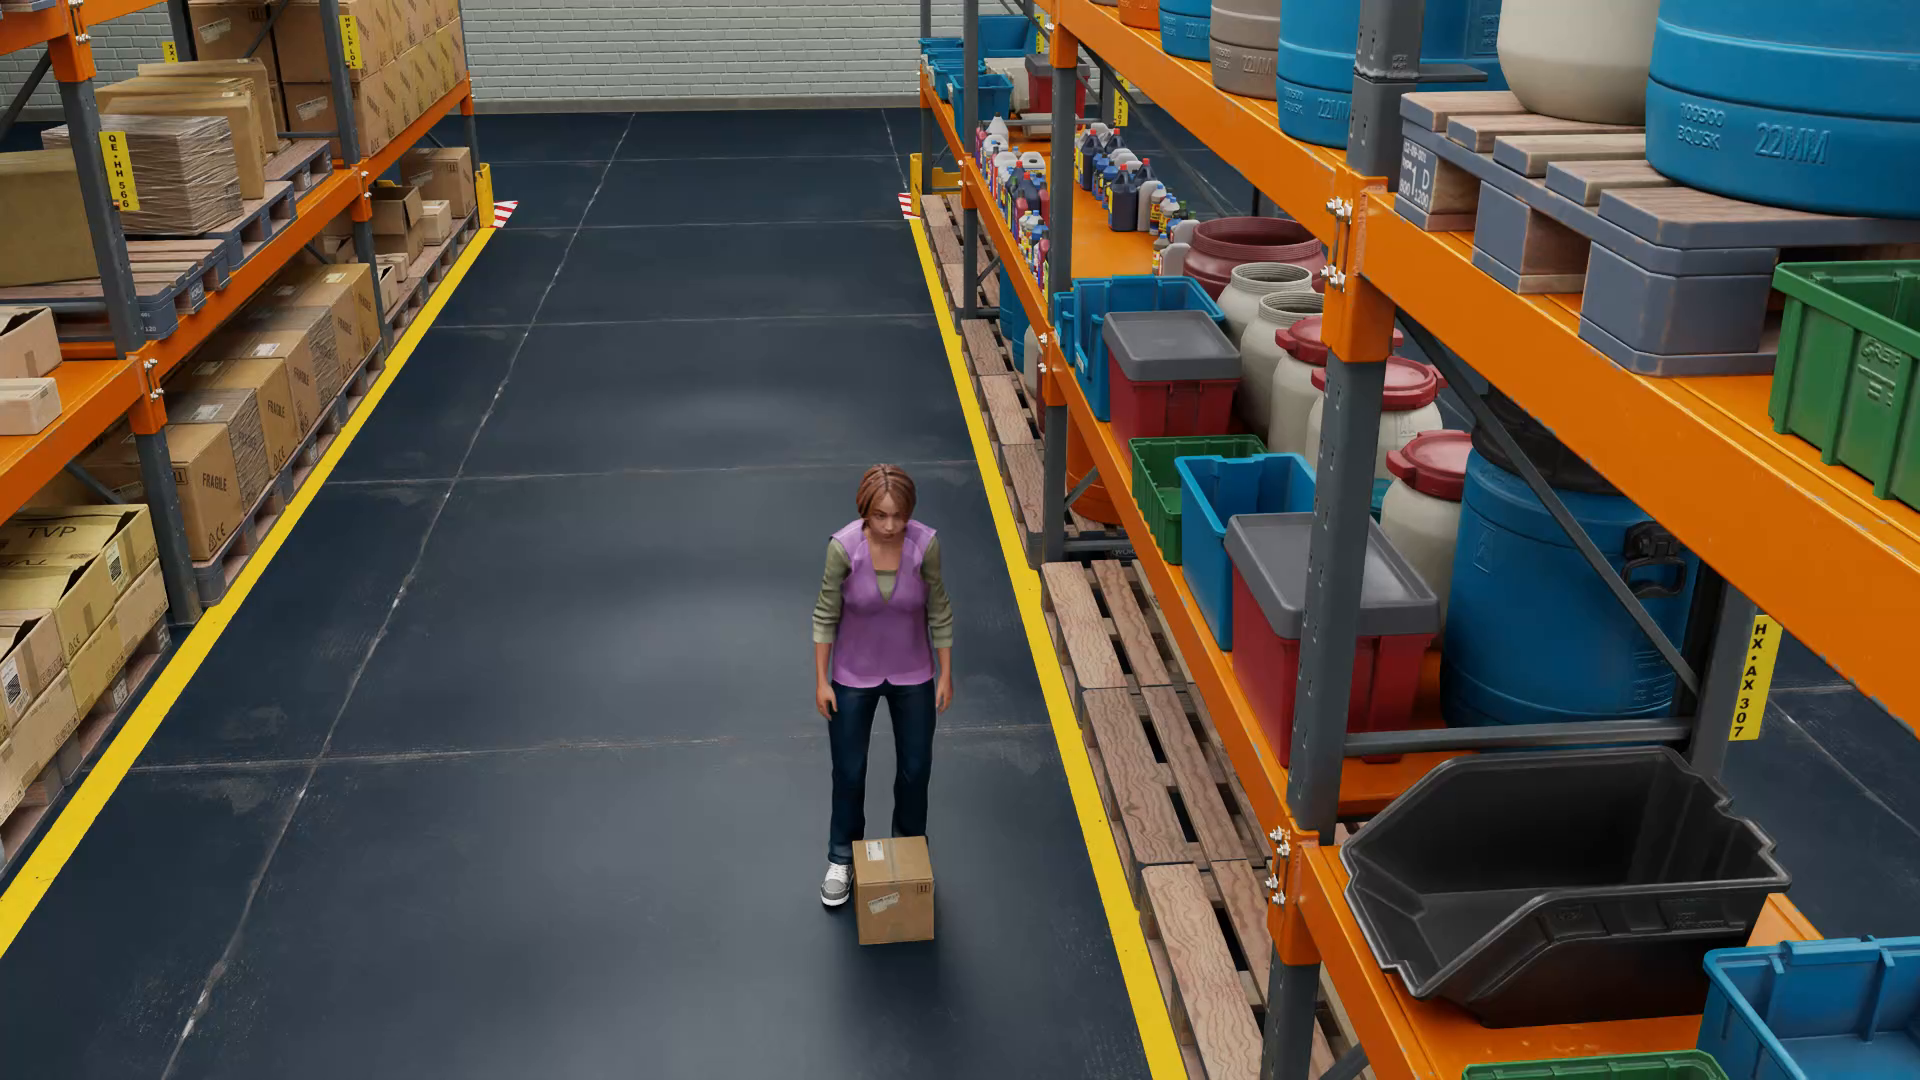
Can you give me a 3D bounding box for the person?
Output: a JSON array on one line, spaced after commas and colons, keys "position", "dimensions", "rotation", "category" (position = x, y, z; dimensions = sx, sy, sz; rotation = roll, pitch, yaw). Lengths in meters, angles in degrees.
[{"position": [-0.256, 0.475, 5.553], "dimensions": [0.477, 1.592, 0.347], "rotation": [-3, 24, -7], "category": "person"}]
